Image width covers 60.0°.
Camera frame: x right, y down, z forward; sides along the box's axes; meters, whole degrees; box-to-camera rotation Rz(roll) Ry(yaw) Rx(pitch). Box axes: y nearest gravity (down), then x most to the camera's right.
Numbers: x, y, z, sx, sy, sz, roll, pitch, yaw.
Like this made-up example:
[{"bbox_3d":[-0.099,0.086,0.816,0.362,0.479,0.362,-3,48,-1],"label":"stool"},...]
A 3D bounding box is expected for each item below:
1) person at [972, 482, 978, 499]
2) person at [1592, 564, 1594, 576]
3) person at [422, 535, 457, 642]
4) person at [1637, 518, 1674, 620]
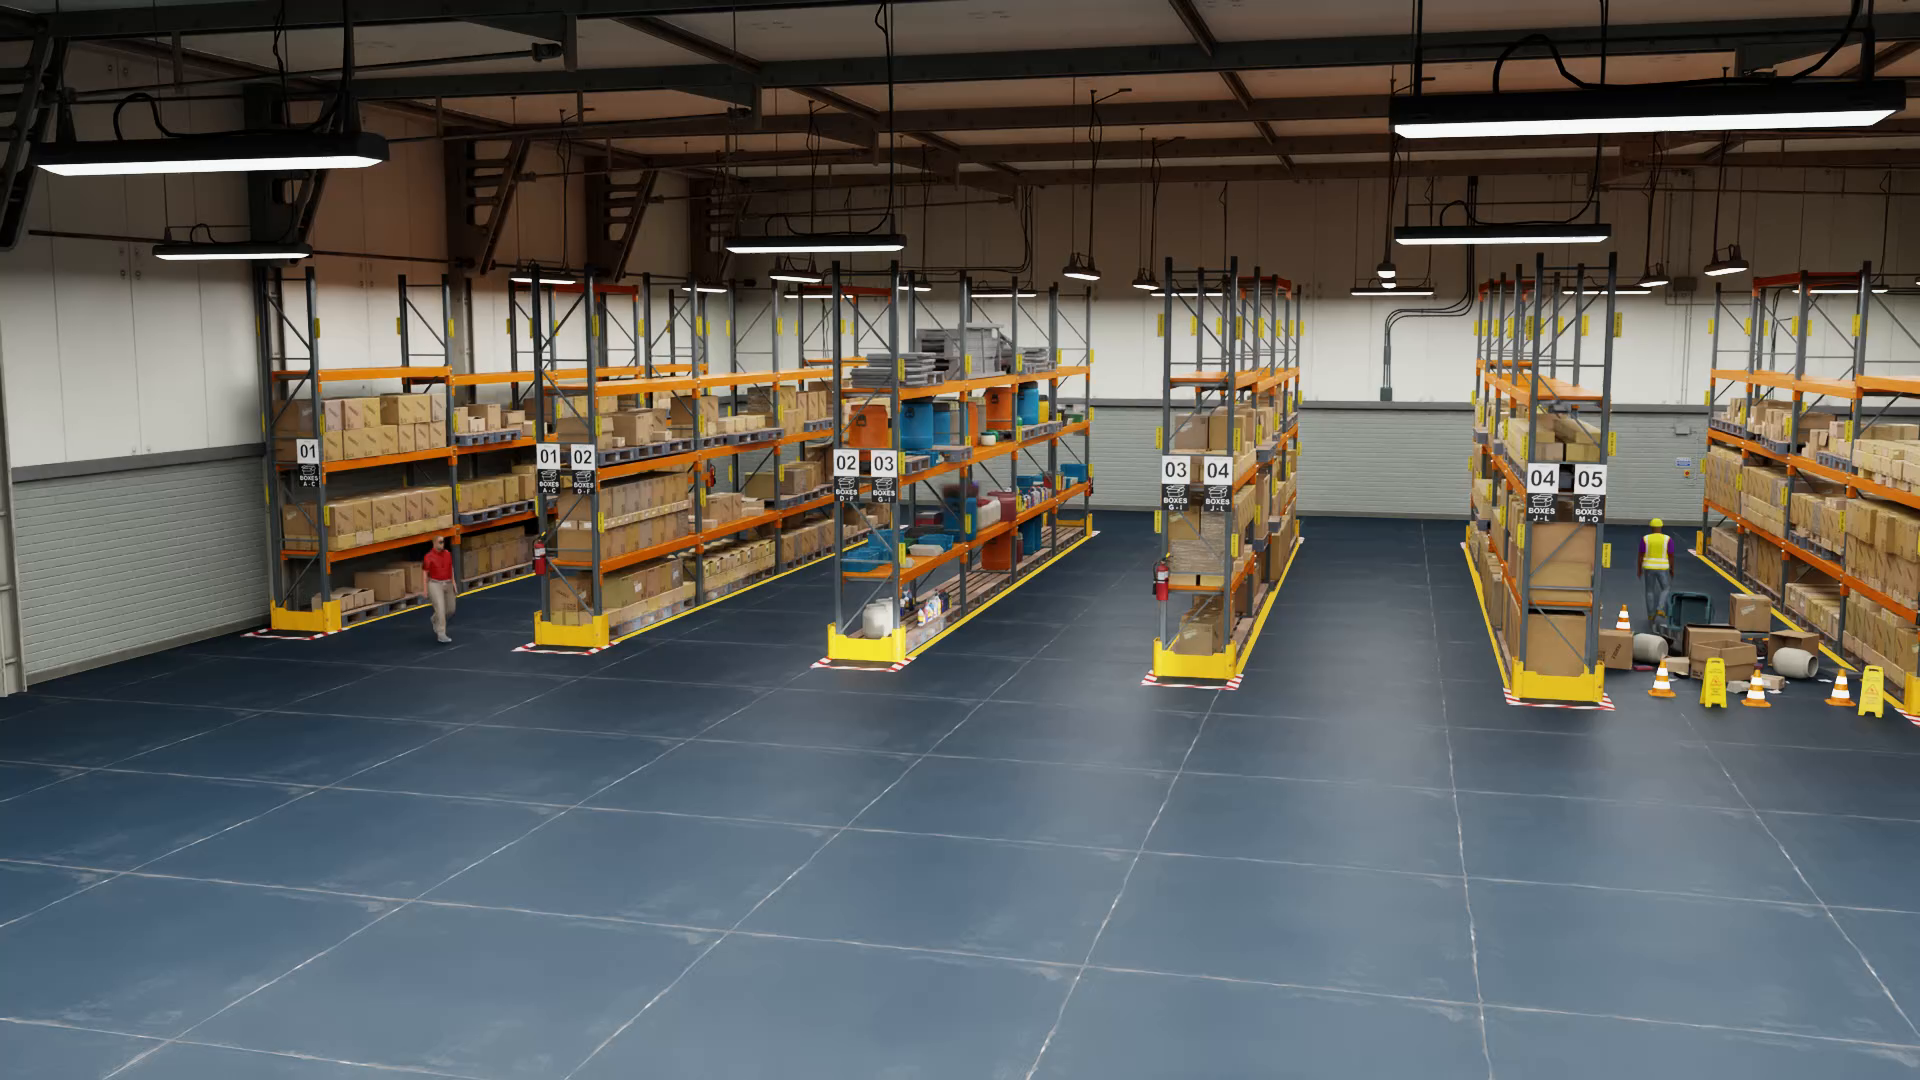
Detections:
[{"bbox_3d":[0.200,-0.813,39.527,0.492,1.580,1.031,1,7,12],"label":"person"},{"bbox_3d":[12.639,-0.049,33.398,0.492,1.666,0.516,2,7,13],"label":"person"},{"bbox_3d":[-8.389,0.754,26.724,0.814,1.698,0.565,6,10,40],"label":"person"},{"bbox_3d":[11.979,0.508,28.635,0.595,1.767,0.547,3,8,24],"label":"person"}]
